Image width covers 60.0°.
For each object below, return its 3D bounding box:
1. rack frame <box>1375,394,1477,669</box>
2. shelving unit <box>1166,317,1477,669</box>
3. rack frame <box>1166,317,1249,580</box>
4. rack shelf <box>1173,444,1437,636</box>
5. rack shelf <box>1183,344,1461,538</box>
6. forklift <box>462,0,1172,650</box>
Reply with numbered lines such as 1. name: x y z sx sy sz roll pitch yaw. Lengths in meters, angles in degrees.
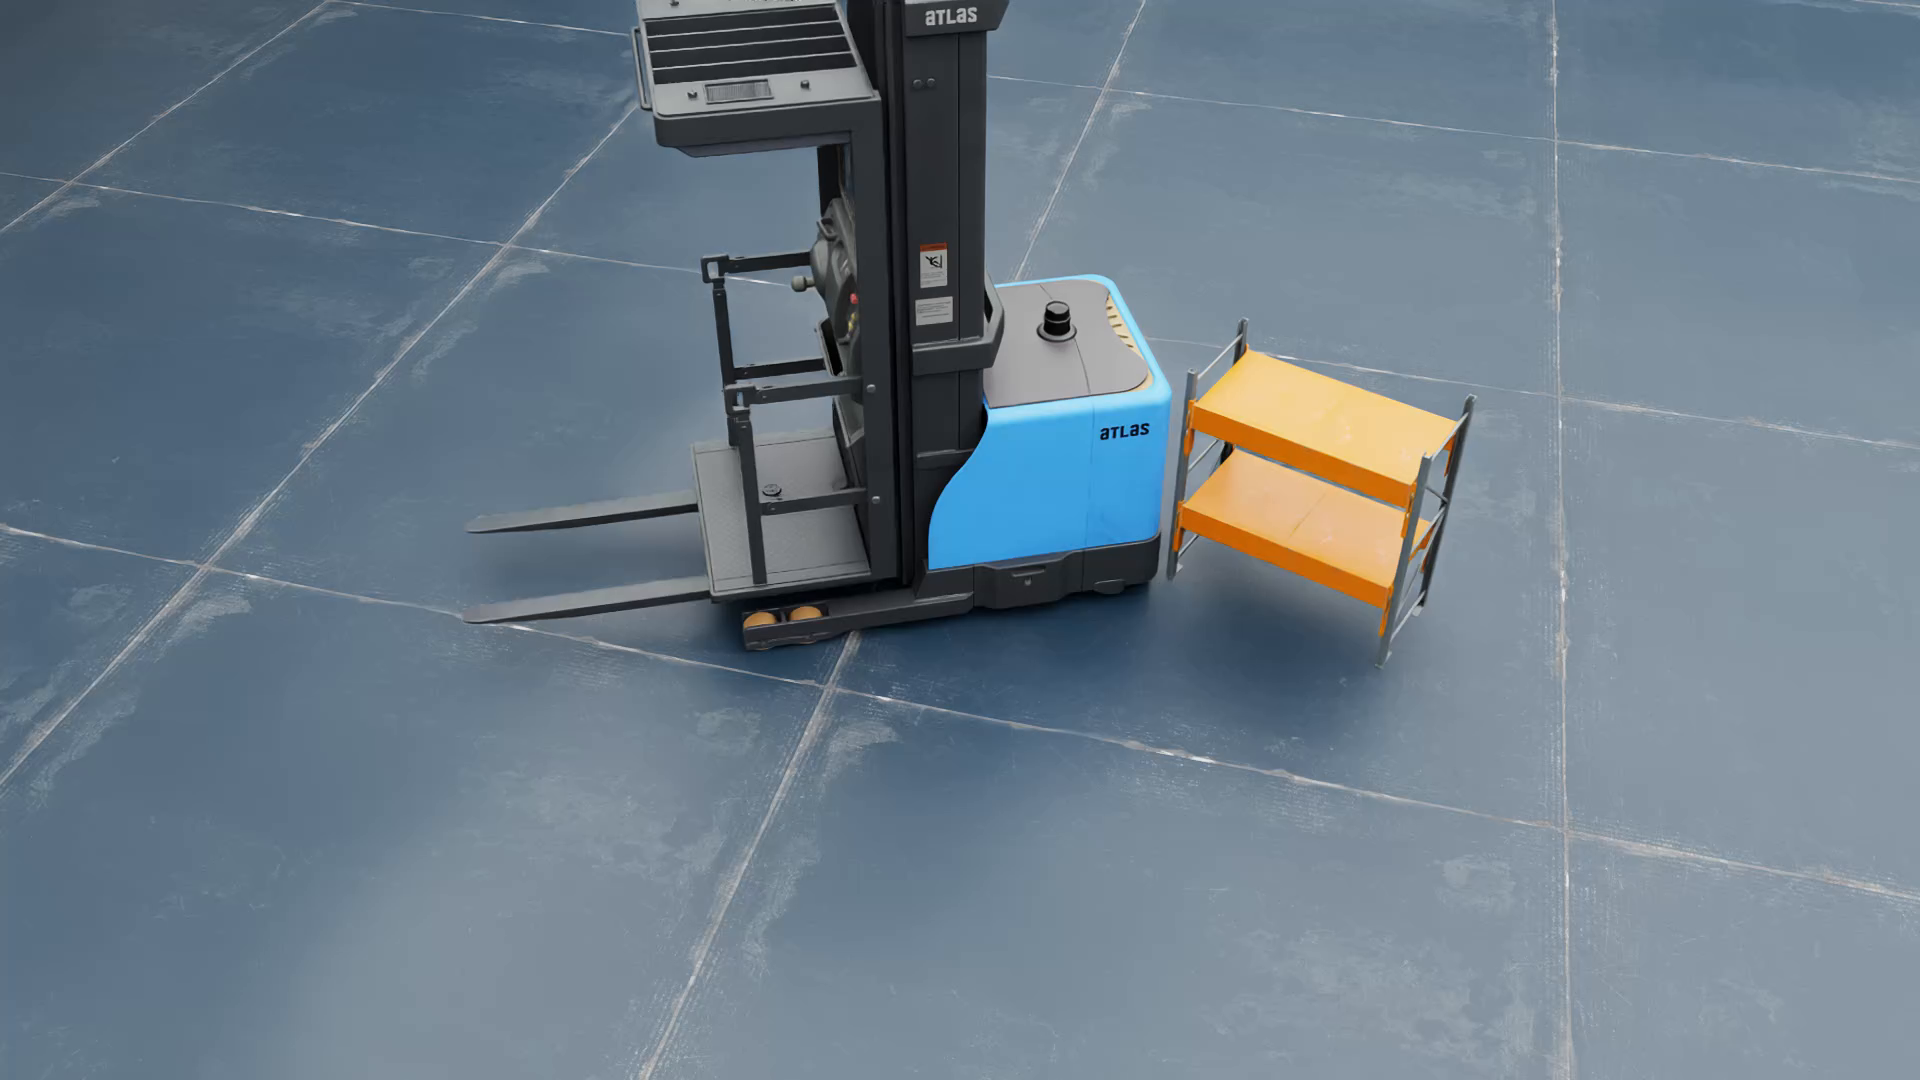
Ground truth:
1. rack frame: 1.927 -0.021 6.900 0.032 1.125 0.500 24 45 26
2. shelving unit: 1.507 -0.205 7.119 1.048 1.125 0.538 24 45 26
3. rack frame: 1.087 -0.389 7.338 0.032 1.125 0.500 24 45 26
4. rack shelf: 1.507 -0.017 7.276 1.000 0.278 0.538 24 45 26
5. rack shelf: 1.507 -0.429 6.931 1.000 0.278 0.538 24 45 26
6. forklift: -0.682 -1.018 6.683 3.031 2.935 1.130 -8 41 -9
